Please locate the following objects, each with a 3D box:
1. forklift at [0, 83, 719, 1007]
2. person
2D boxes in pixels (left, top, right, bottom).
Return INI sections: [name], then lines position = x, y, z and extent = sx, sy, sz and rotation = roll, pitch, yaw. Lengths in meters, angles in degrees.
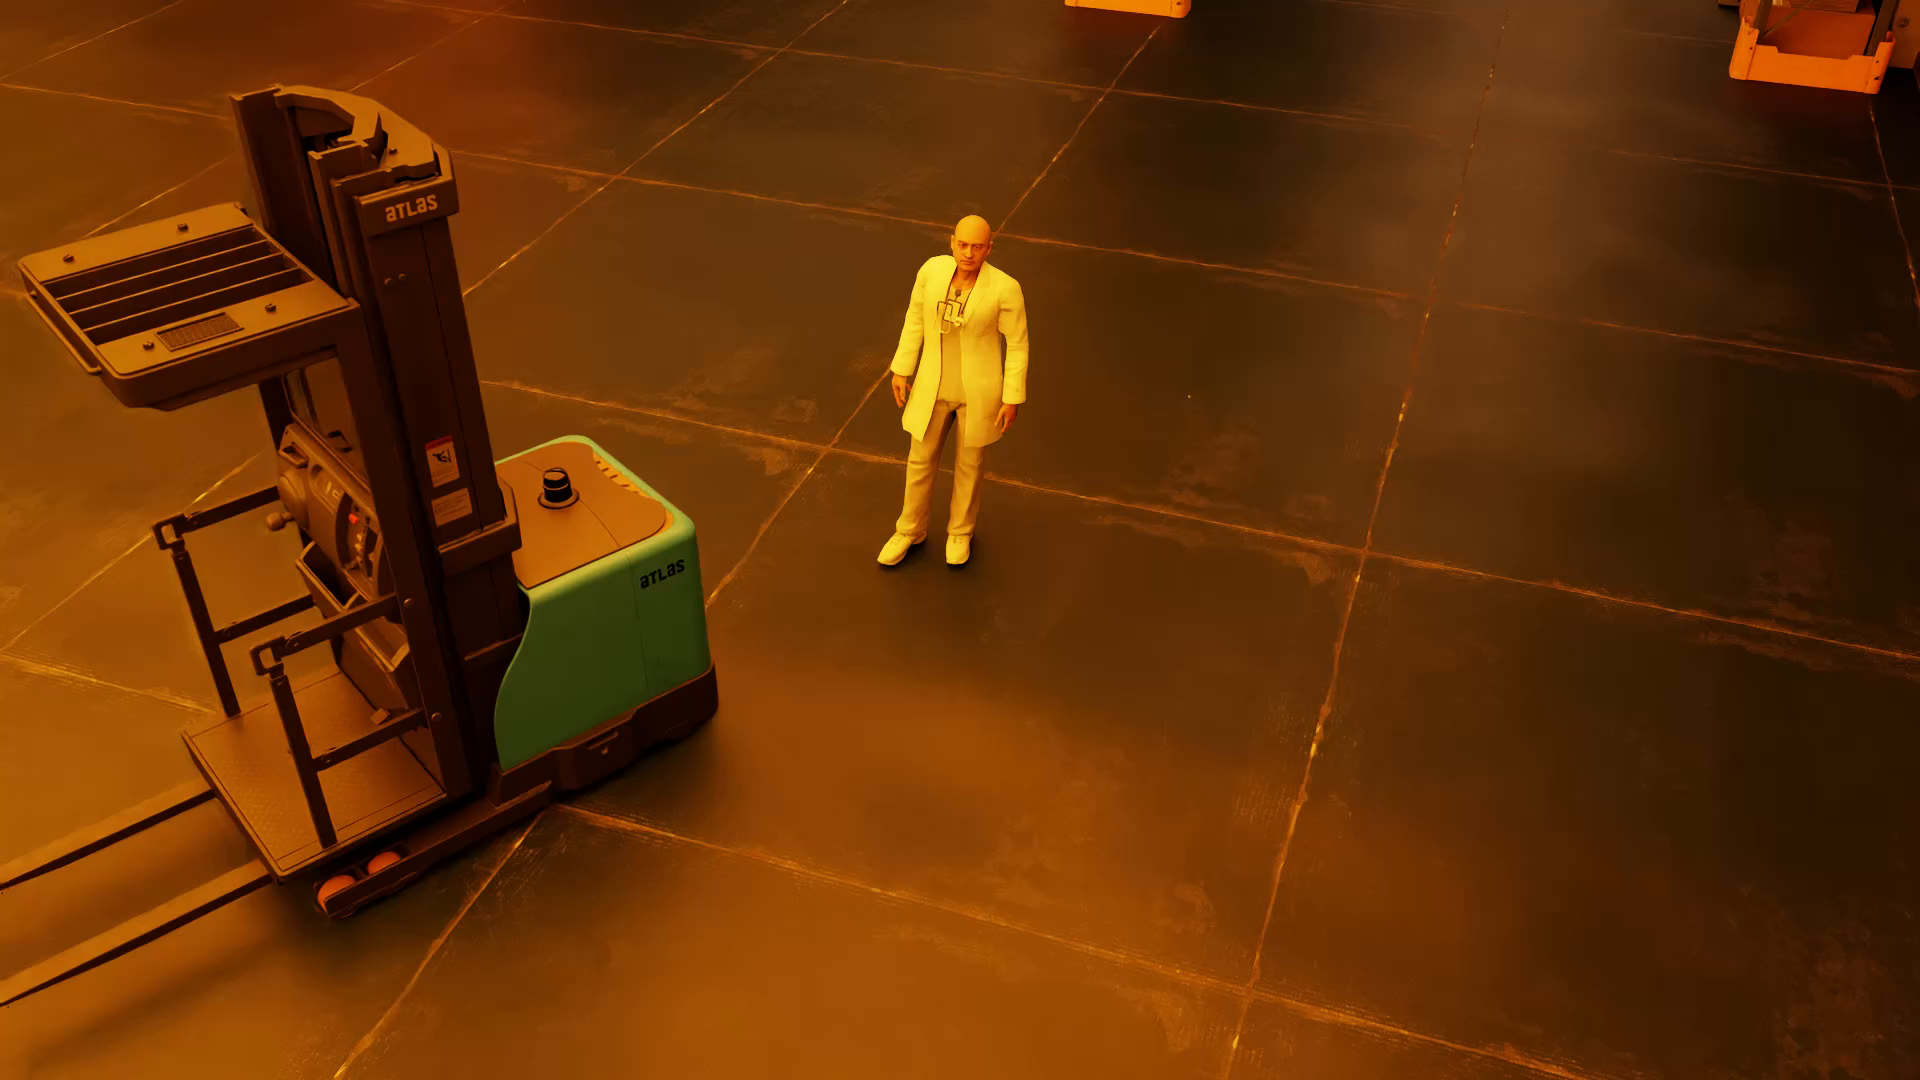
[forklift]
position = -2.537, -0.054, 6.188
extent = 3.031, 2.935, 1.130
rotation = -26, 43, -32
[person]
position = -0.034, -0.683, 8.059
extent = 0.696, 1.775, 0.581
rotation = 12, 37, 16
